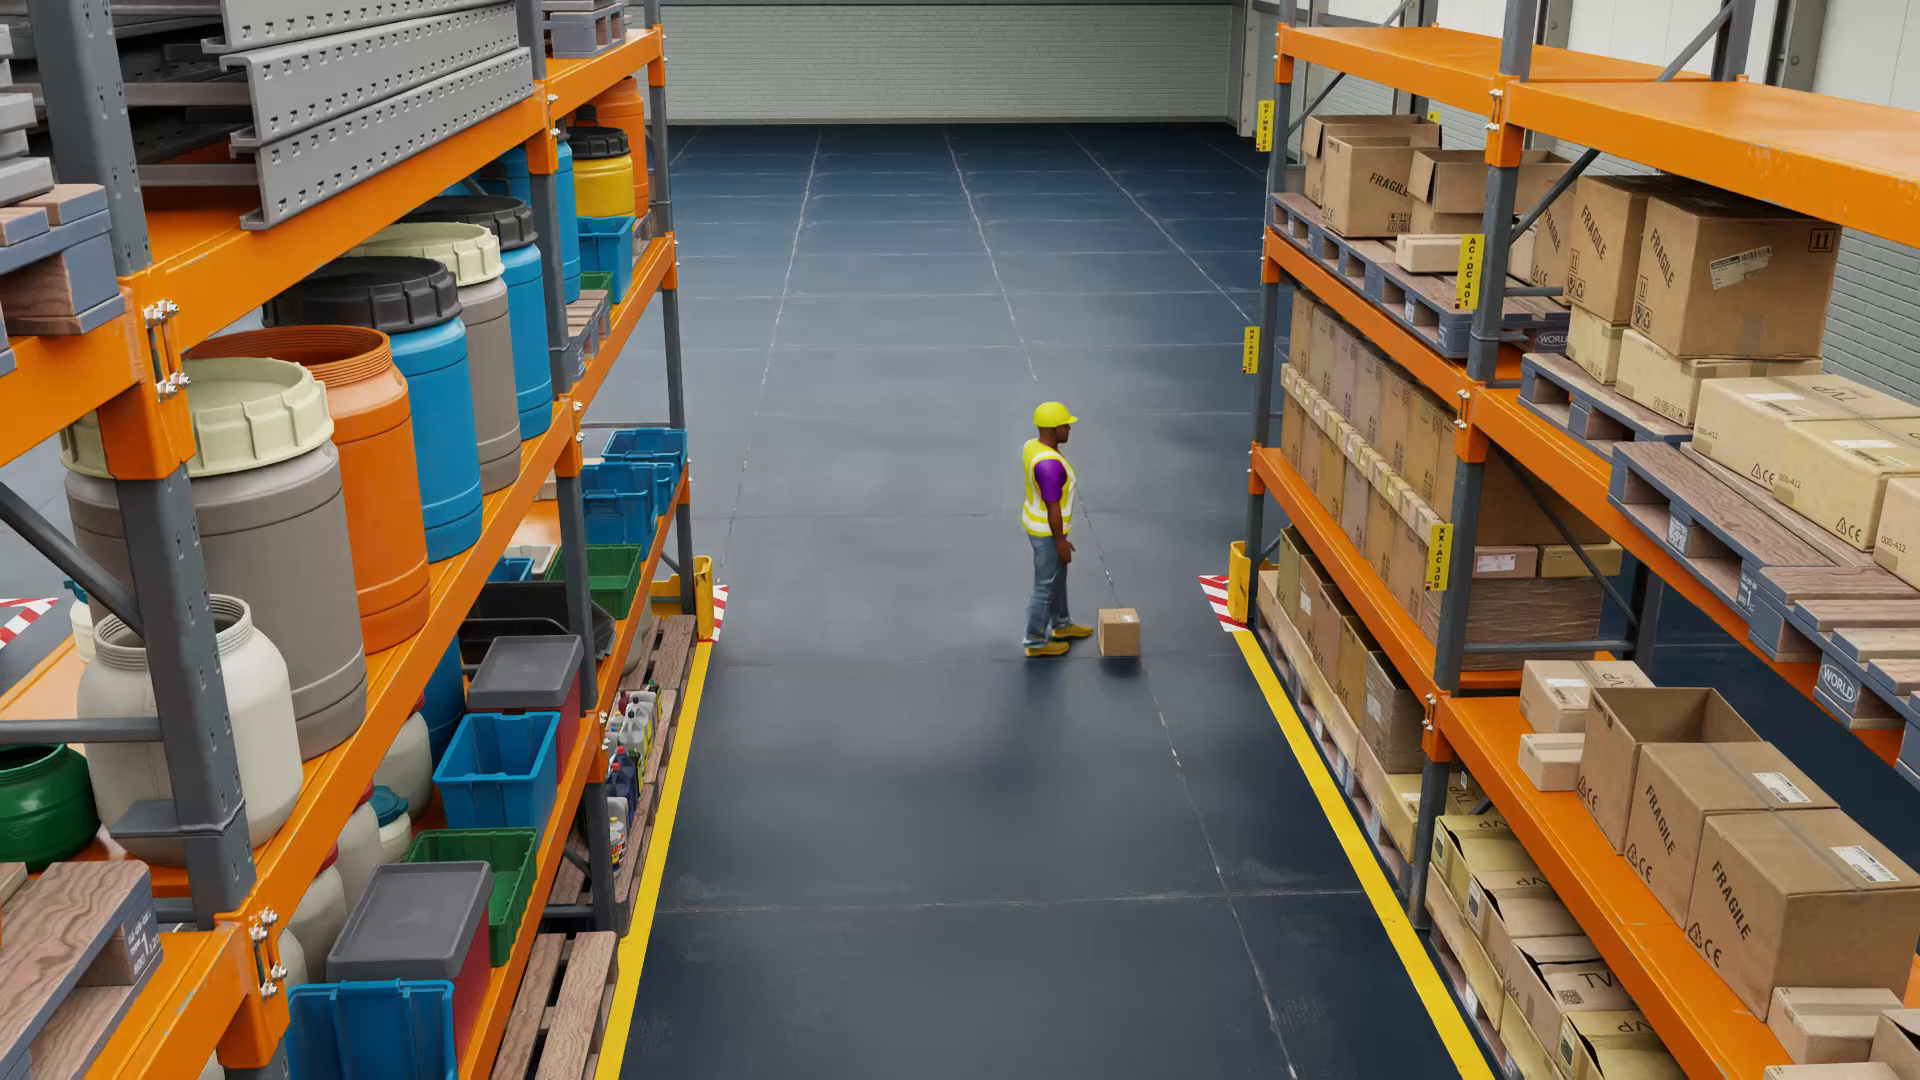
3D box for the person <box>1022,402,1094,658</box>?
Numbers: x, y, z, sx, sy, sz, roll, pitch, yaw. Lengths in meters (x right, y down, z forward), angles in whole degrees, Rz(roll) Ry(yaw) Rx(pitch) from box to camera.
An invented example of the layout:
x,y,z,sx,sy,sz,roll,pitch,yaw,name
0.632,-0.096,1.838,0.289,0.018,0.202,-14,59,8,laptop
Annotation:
x,y,z,sx,sy,sz,roll,pitch,yaw,name
0.695,-0.081,11.242,0.571,1.770,0.575,-3,20,-8,person
